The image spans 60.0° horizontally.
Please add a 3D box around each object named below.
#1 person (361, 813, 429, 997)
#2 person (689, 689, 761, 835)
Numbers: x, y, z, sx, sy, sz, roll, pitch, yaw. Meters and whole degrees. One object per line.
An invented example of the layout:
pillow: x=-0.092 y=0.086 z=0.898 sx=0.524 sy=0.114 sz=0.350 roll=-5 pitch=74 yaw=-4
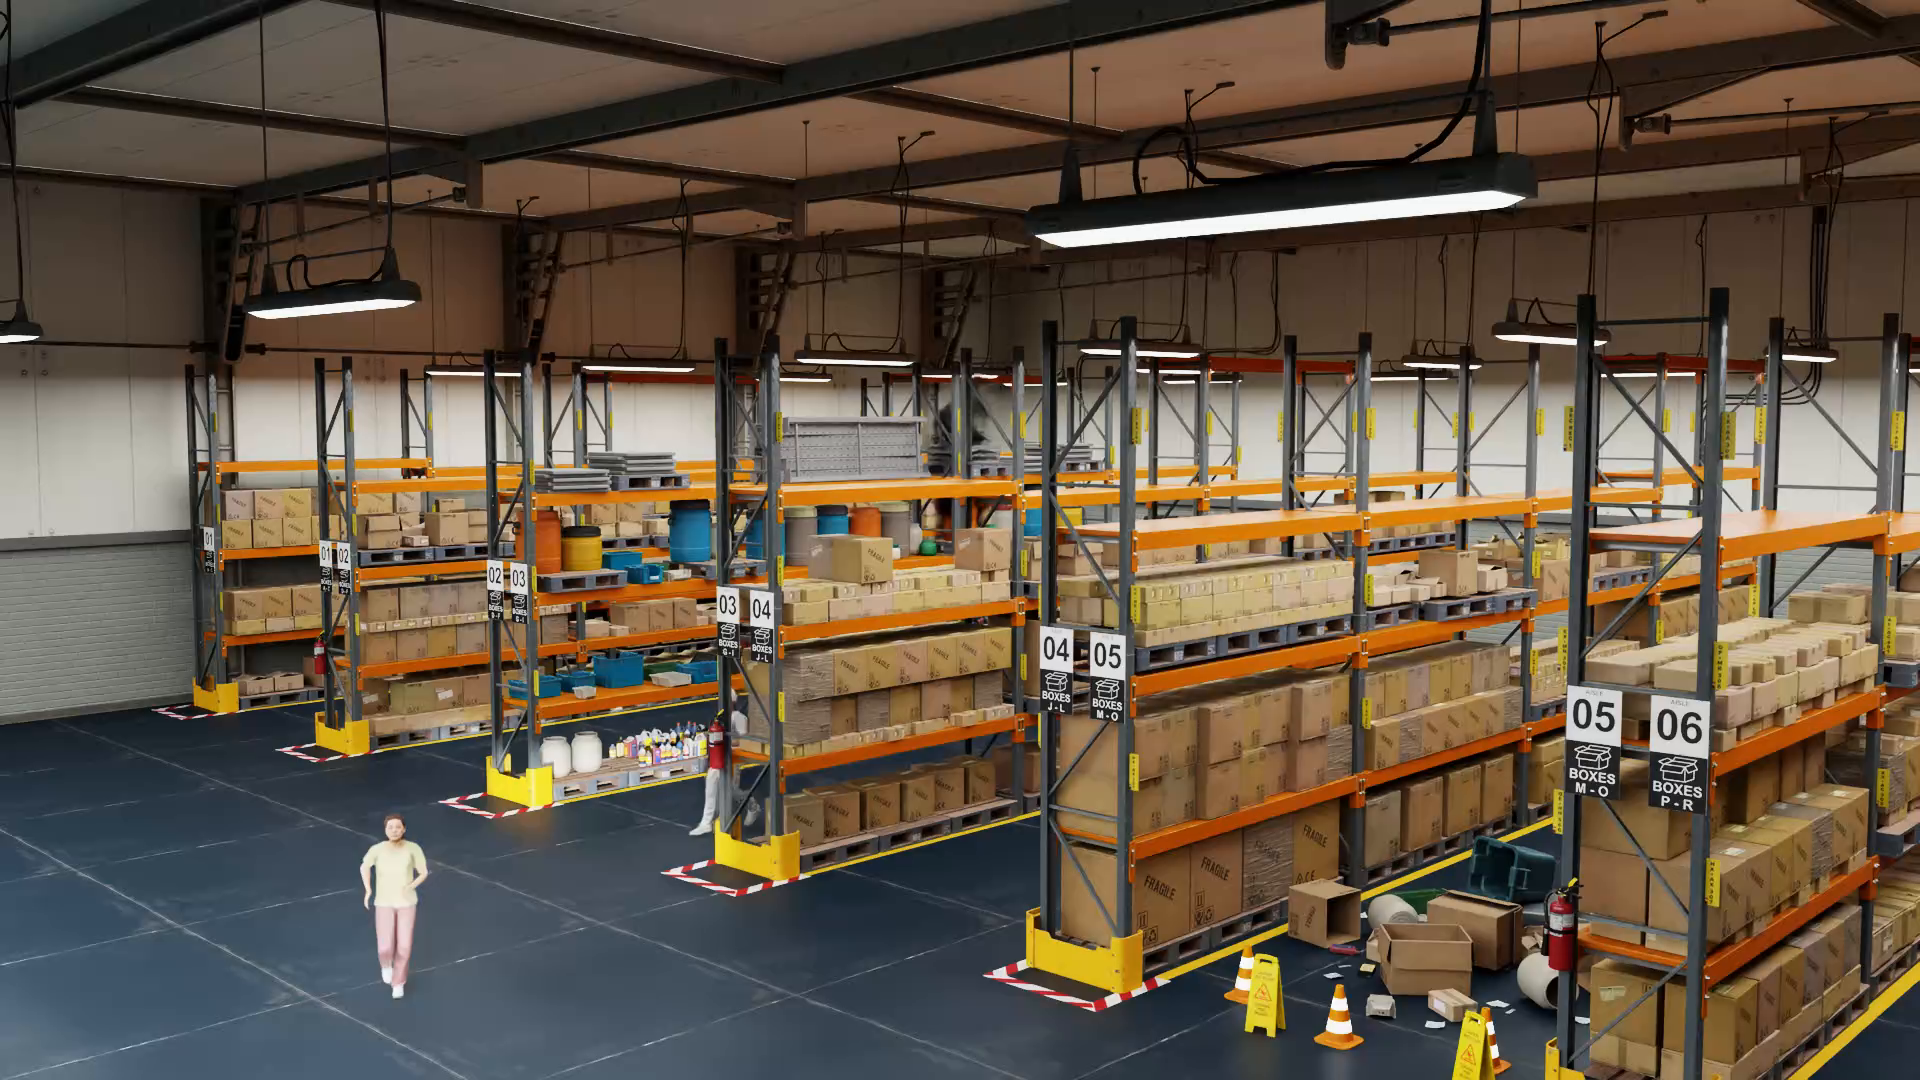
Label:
person: x=-4.983 y=3.228 z=14.672 sx=0.573 sy=1.630 sz=0.537 roll=-1 pitch=5 yaw=-18
person: x=-2.899 y=2.702 z=20.431 sx=0.969 sy=1.760 sz=0.725 roll=-4 pitch=6 yaw=-44
